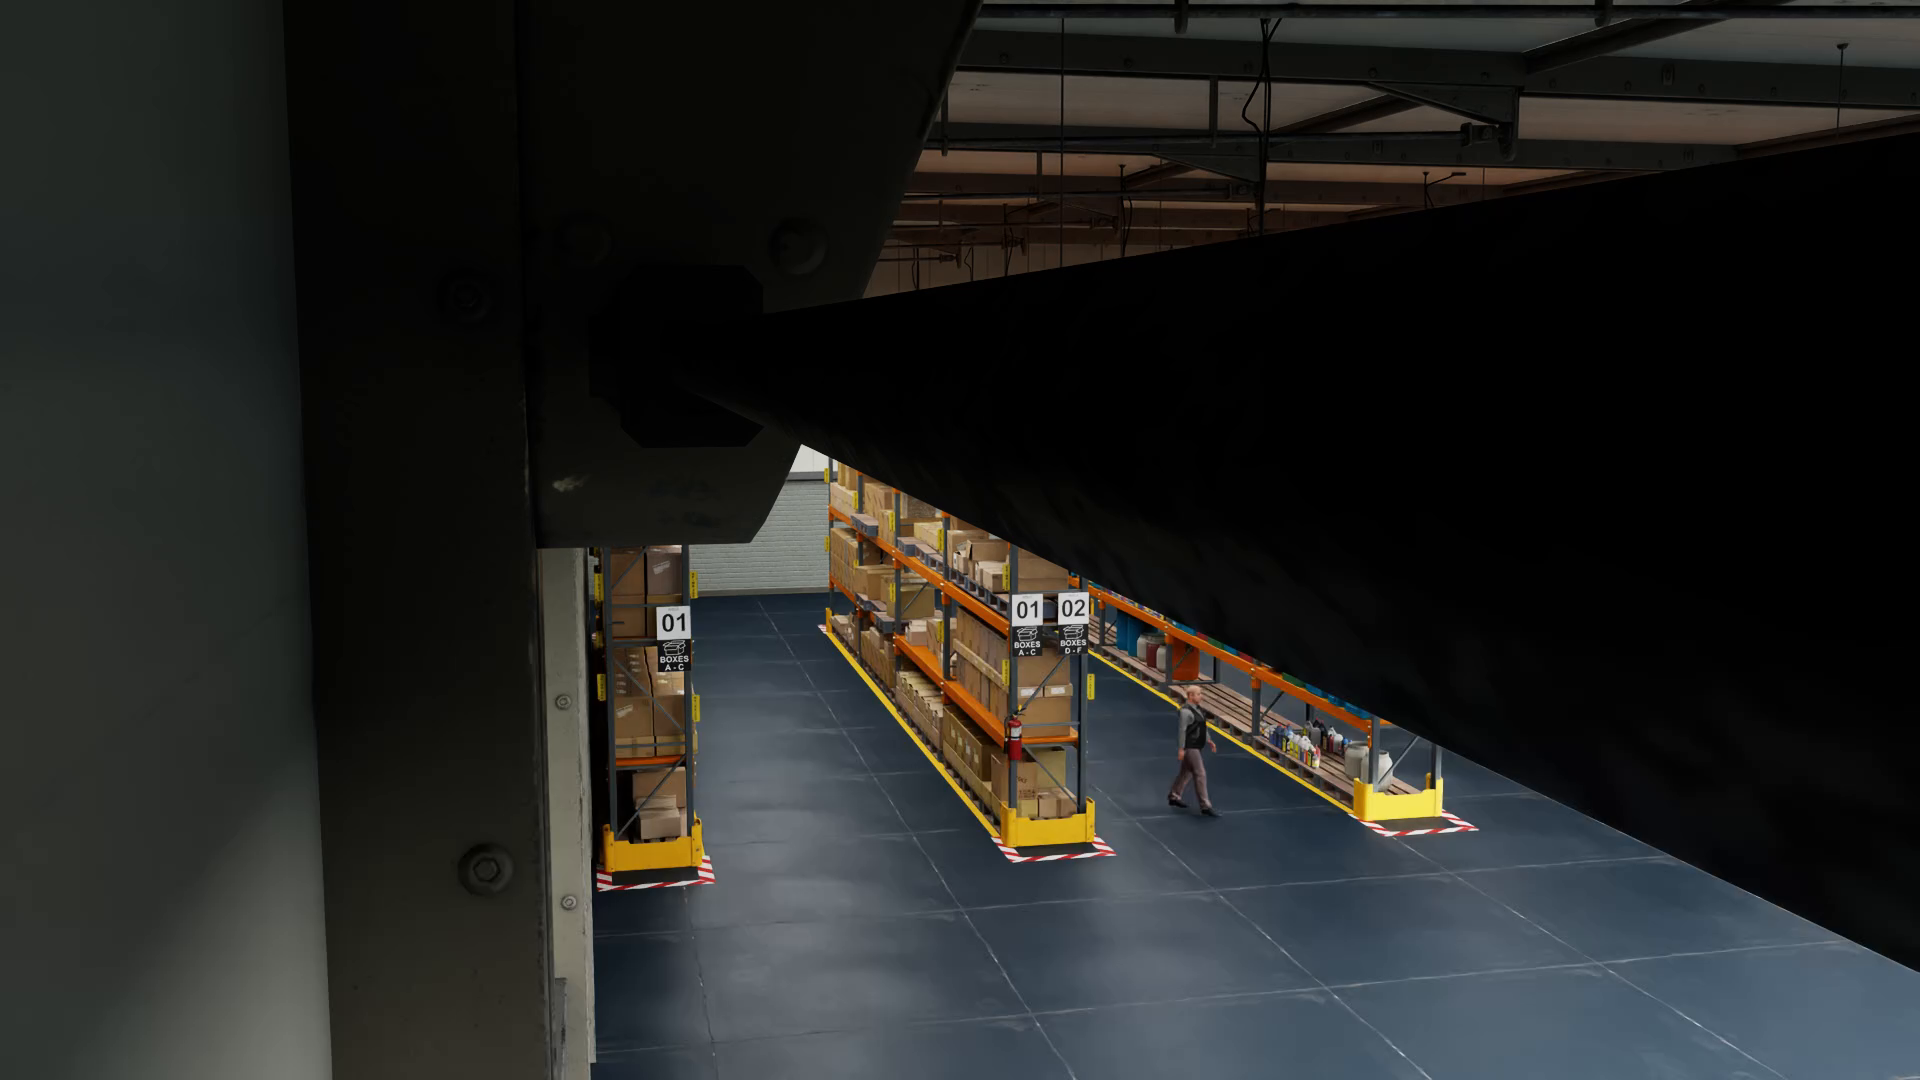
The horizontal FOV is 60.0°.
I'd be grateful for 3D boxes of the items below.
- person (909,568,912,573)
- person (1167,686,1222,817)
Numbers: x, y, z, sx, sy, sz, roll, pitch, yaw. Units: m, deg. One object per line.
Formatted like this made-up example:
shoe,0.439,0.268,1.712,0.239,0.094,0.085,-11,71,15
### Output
person,-1.416,0.817,39.013,0.616,1.717,1.115,-2,7,-17
person,3.190,2.811,22.436,0.819,1.695,0.588,3,7,20
